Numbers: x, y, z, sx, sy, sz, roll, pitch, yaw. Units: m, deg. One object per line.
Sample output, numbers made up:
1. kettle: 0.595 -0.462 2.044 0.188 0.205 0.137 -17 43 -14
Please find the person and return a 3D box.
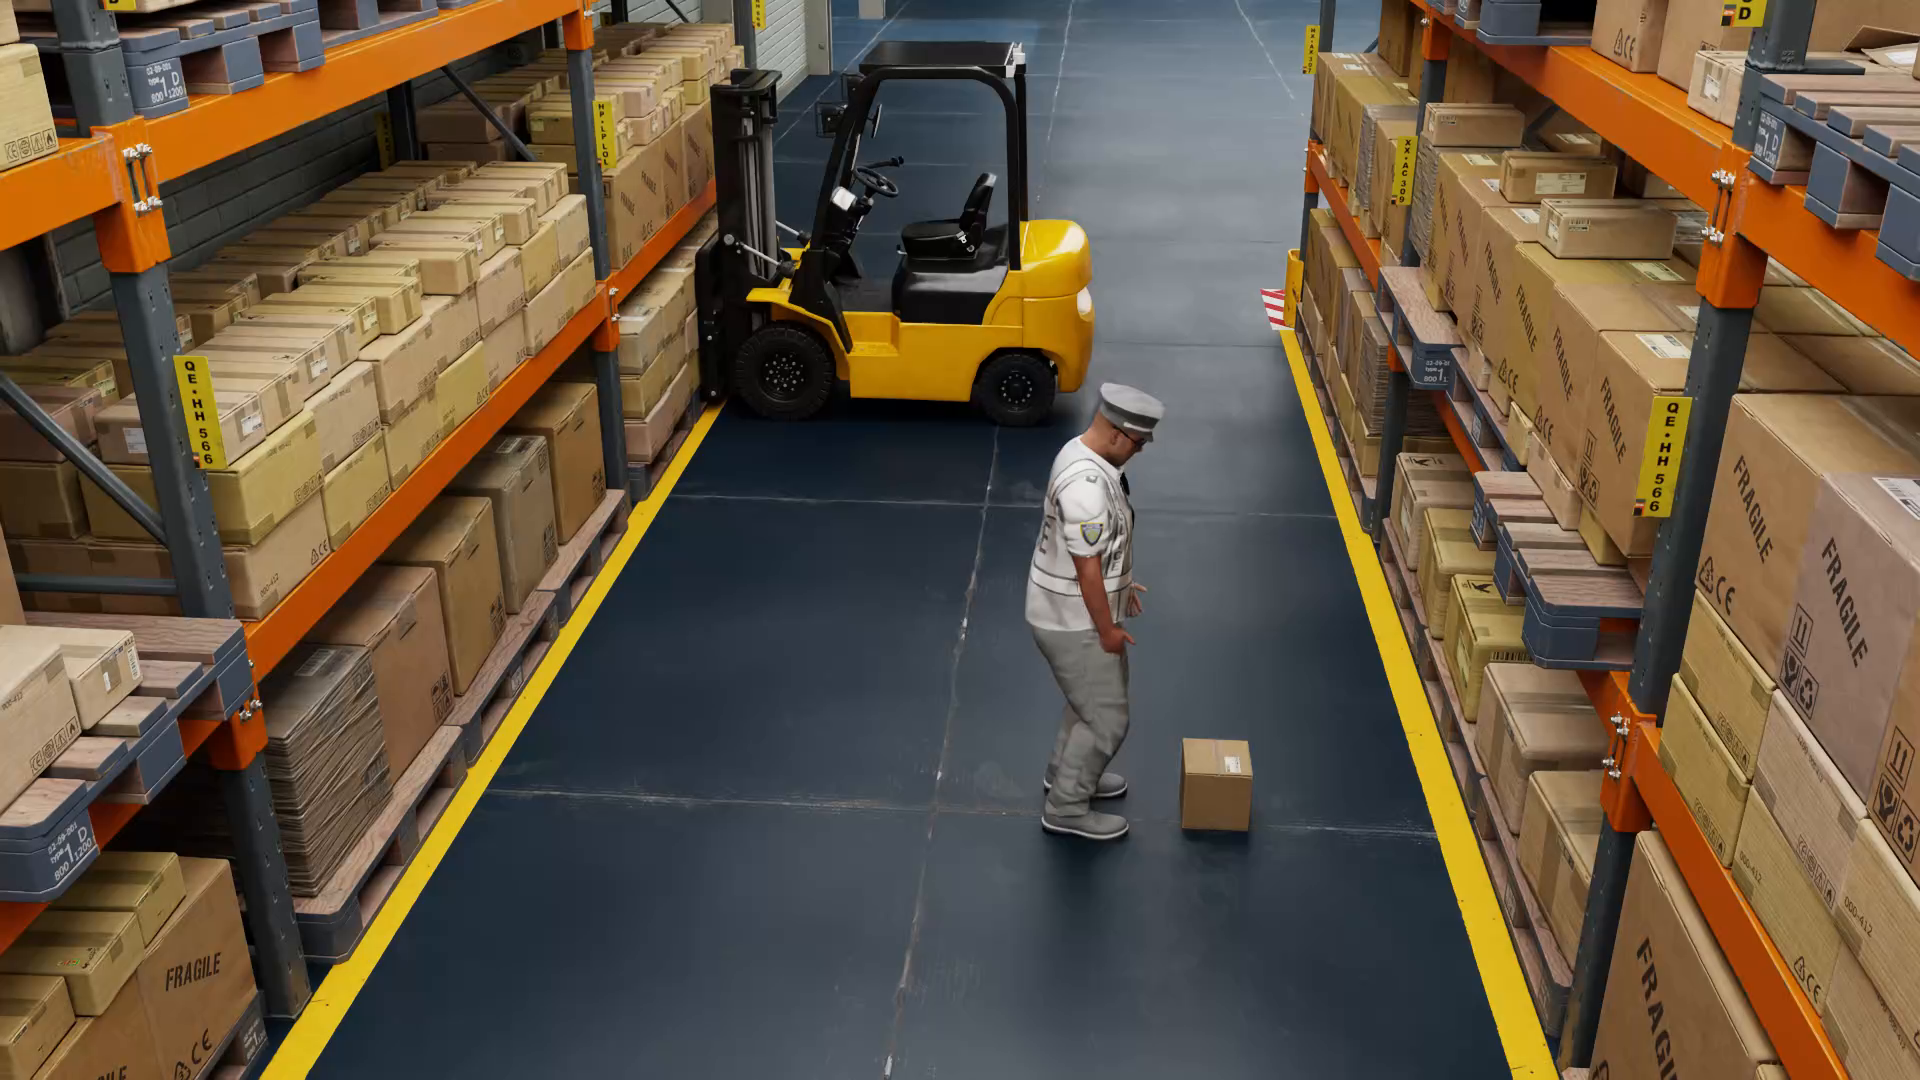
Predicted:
1. person: 0.477 0.253 6.104 0.475 1.710 0.553 2 24 5
